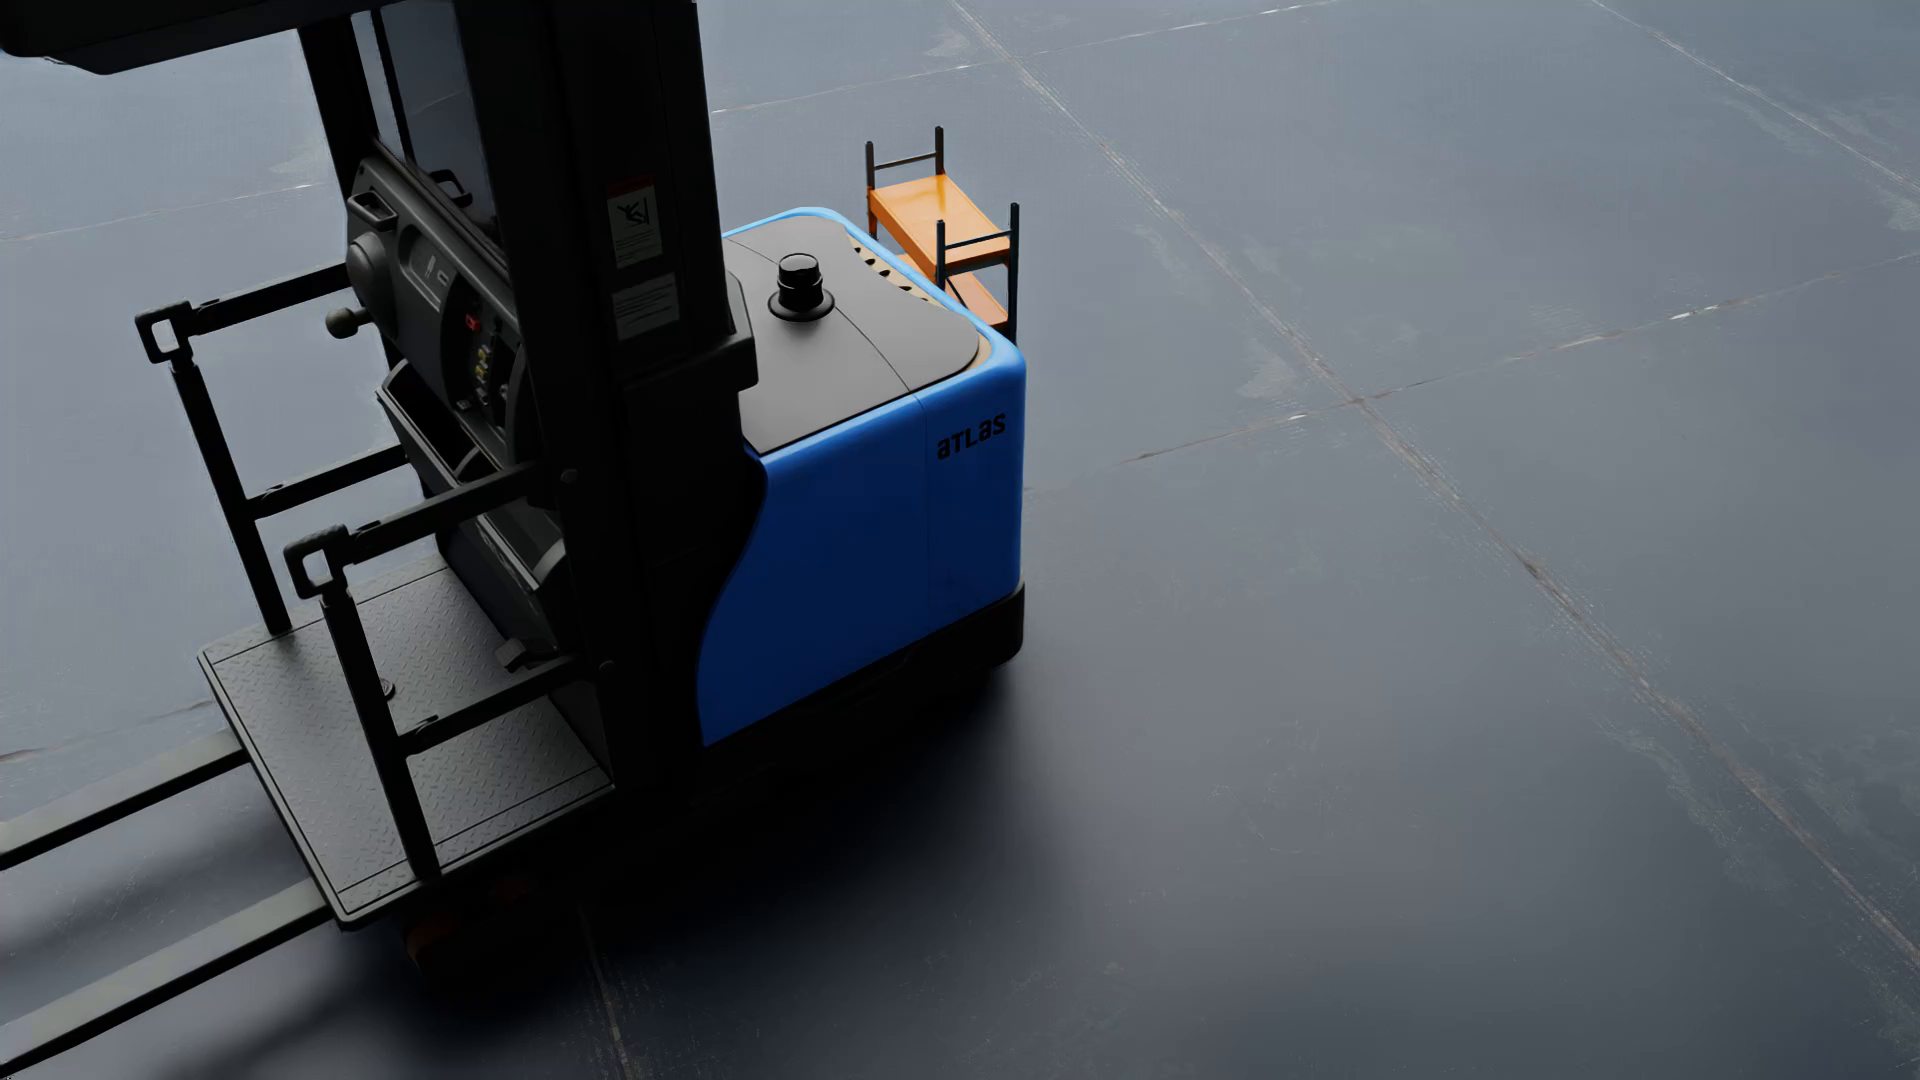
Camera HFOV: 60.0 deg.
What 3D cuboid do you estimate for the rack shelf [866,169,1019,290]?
[{"bbox_3d":[-0.056,-0.859,4.726,0.258,0.148,0.480,-17,44,-19],"label":"rack shelf"}]

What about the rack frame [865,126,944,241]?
[{"bbox_3d":[-0.159,-0.705,5.149,0.240,1.200,0.015,-17,44,-19],"label":"rack frame"}]

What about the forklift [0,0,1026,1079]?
[{"bbox_3d":[-1.308,-0.449,3.525,3.031,2.935,1.130,-25,47,-27],"label":"forklift"}]

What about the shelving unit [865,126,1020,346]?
[{"bbox_3d":[-0.056,-0.561,4.982,0.258,1.200,0.503,-17,44,-19],"label":"shelving unit"}]

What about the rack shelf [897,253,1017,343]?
[{"bbox_3d":[-0.056,-0.679,4.880,0.258,0.148,0.480,-17,44,-19],"label":"rack shelf"}]

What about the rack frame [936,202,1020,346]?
[{"bbox_3d":[0.048,-0.417,4.814,0.240,1.200,0.015,-17,44,-19],"label":"rack frame"}]
